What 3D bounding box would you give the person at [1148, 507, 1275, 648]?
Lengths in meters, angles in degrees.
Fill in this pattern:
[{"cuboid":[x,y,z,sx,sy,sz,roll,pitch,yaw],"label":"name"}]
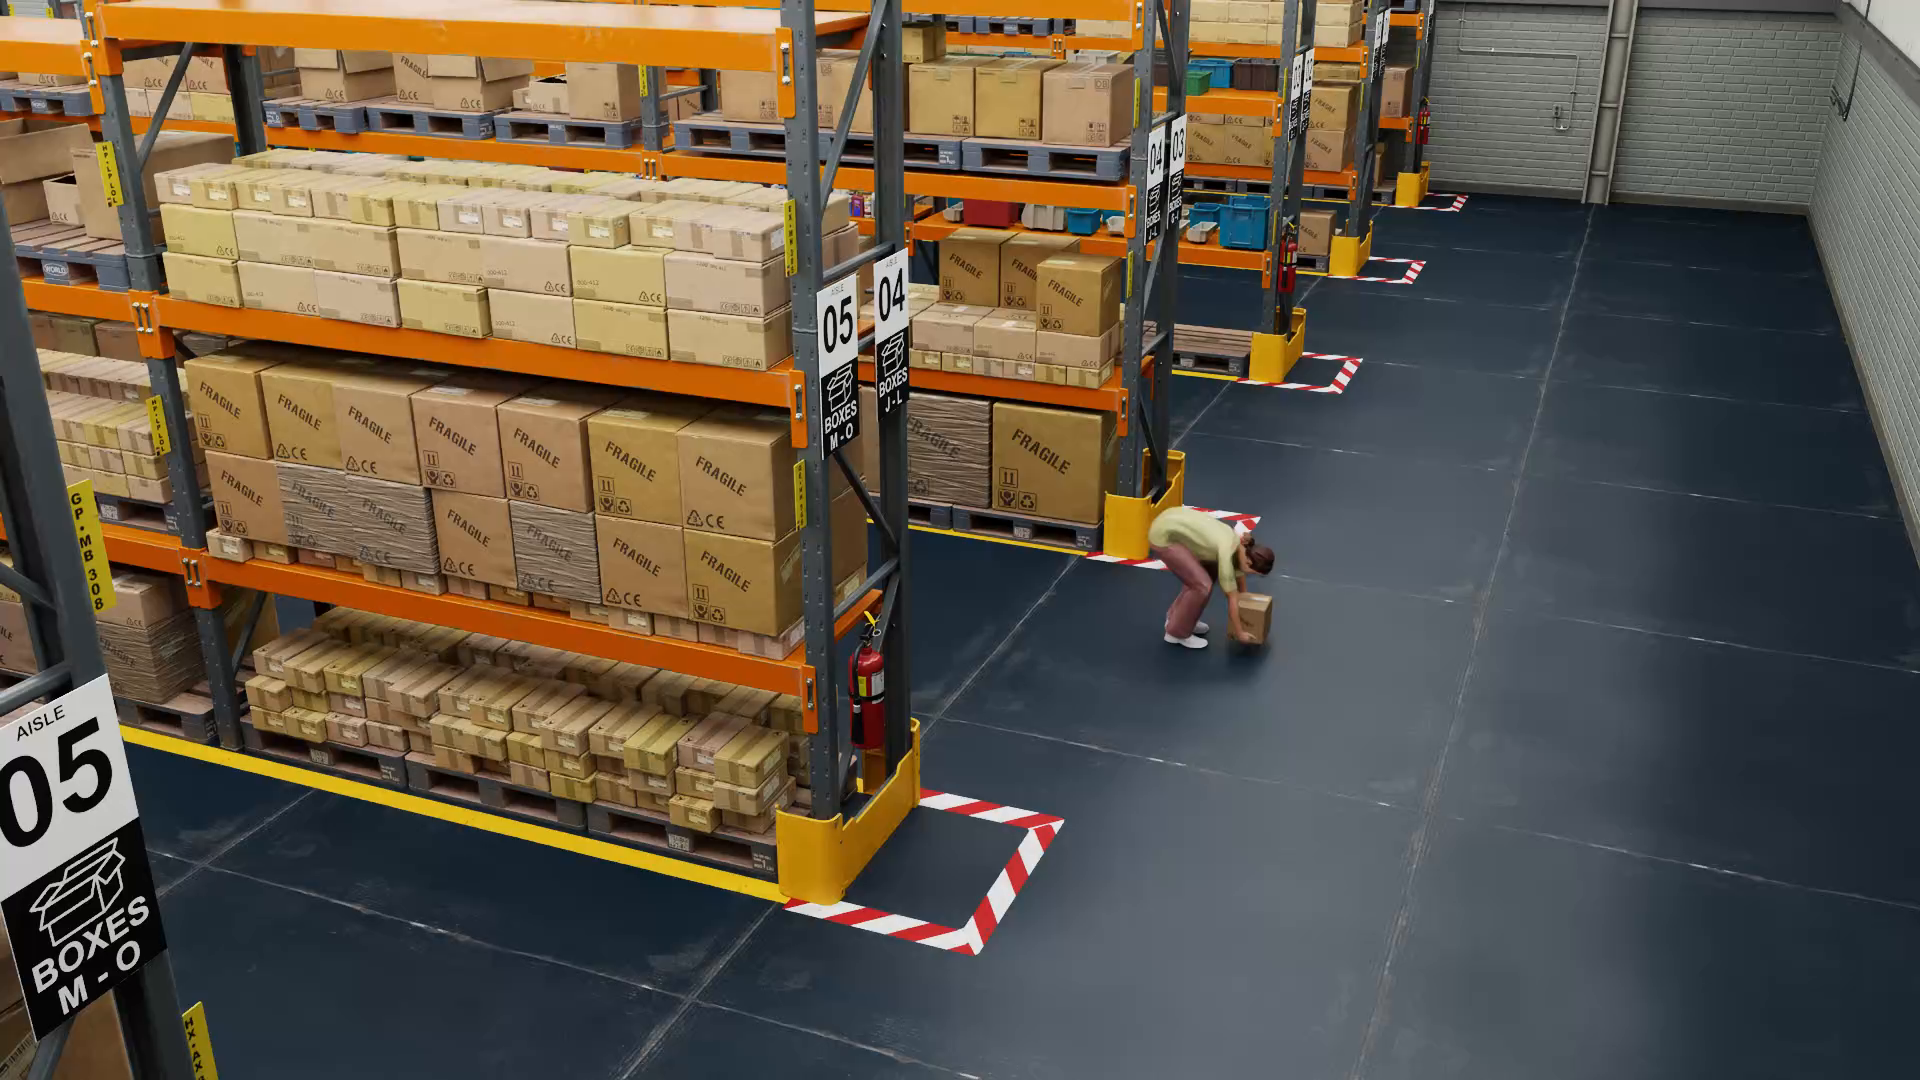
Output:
[{"cuboid":[1.690,0.259,11.255,0.851,0.933,0.456,8,24,18],"label":"person"}]
